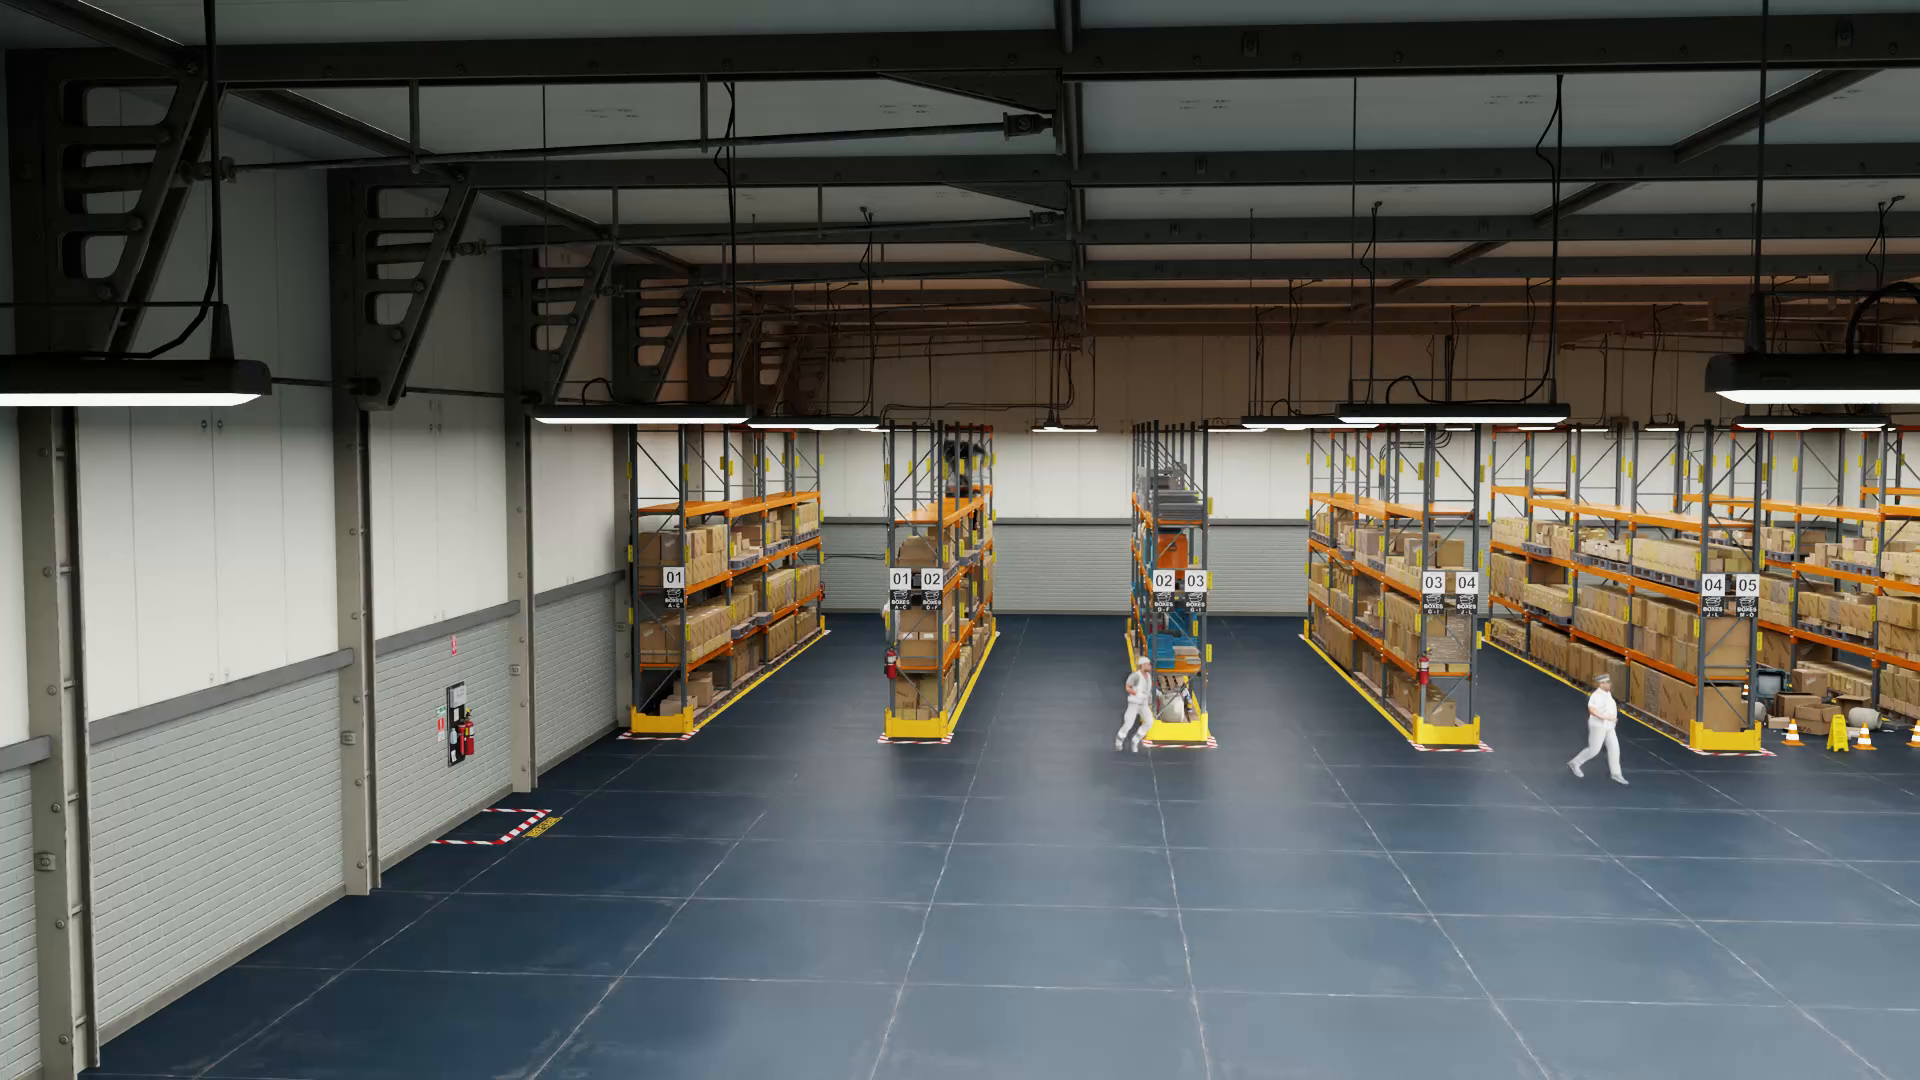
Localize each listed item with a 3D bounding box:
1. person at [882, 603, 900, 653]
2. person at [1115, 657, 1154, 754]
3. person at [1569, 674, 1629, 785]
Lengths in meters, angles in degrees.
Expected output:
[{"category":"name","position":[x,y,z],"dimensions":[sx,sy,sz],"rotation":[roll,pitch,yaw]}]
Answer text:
[{"category":"person","position":[-1.717,2.195,42.974],"dimensions":[0.595,1.622,0.561],"rotation":[0,4,1]},{"category":"person","position":[3.244,2.973,30.099],"dimensions":[0.791,1.724,0.700],"rotation":[-3,4,-36]},{"category":"person","position":[10.619,3.091,27.478],"dimensions":[0.703,1.785,0.994],"rotation":[-3,5,-42]}]
